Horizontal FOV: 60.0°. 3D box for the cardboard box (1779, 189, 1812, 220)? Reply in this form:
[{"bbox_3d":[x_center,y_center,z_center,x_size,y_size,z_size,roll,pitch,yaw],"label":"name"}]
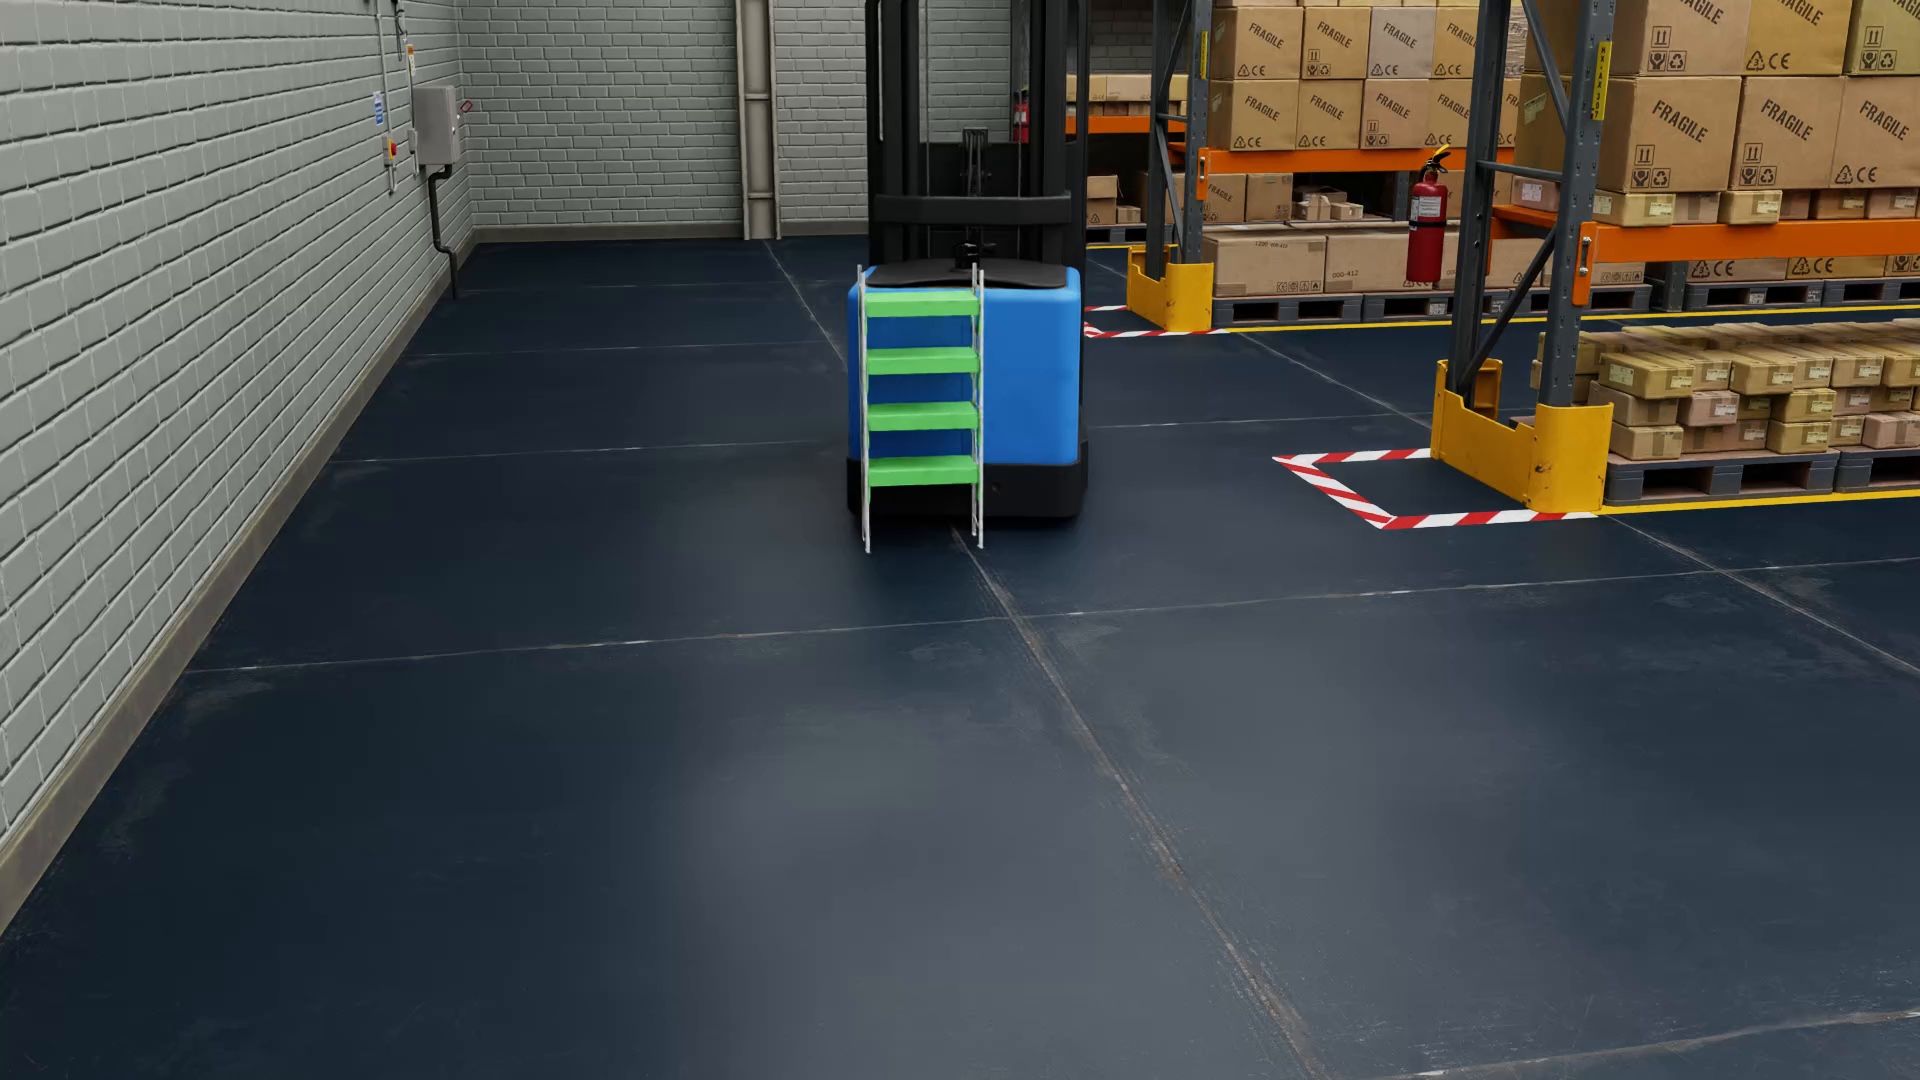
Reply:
[{"bbox_3d":[3.791,-1.609,7.869,0.250,0.149,0.380,-2,17,-8],"label":"cardboard box"}]

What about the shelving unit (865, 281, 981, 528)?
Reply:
[{"bbox_3d":[-0.163,-0.559,7.090,0.487,1.046,0.258,-2,17,-7],"label":"shelving unit"}]

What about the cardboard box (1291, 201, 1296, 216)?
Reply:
[{"bbox_3d":[3.491,-3.646,18.213,0.250,0.149,0.380,-3,17,-11],"label":"cardboard box"}]

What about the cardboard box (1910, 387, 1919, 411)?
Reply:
[{"bbox_3d":[4.773,-0.764,8.323,0.276,0.149,0.397,-4,17,-12],"label":"cardboard box"}]

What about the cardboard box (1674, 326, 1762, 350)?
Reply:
[{"bbox_3d":[3.892,-0.995,8.571,0.250,0.149,0.380,-4,18,-13],"label":"cardboard box"}]

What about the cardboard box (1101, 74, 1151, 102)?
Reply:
[{"bbox_3d":[1.674,-4.624,17.007,0.500,0.250,0.500,-3,17,-10],"label":"cardboard box"}]

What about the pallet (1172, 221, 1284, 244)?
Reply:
[{"bbox_3d":[2.735,-3.361,17.894,1.213,0.211,1.003,-3,17,-10],"label":"pallet"}]

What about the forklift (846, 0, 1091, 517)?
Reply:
[{"bbox_3d":[0.103,-1.884,8.453,1.130,2.935,3.031,1,17,3],"label":"forklift"}]

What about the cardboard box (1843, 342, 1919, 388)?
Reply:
[{"bbox_3d":[4.534,-0.858,8.125,0.250,0.149,0.380,-3,17,-10],"label":"cardboard box"}]

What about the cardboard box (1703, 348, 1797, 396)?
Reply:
[{"bbox_3d":[3.765,-0.807,7.956,0.250,0.149,0.380,-3,17,-11],"label":"cardboard box"}]

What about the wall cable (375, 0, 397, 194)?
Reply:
[{"bbox_3d":[-3.904,-3.327,11.251,0.123,1.953,0.585,-3,17,-10],"label":"wall cable"}]

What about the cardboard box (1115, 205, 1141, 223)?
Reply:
[{"bbox_3d":[1.726,-3.435,17.527,0.250,0.149,0.380,-4,18,-13],"label":"cardboard box"}]

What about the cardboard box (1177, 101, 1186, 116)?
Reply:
[{"bbox_3d":[2.332,-4.454,17.134,0.250,0.149,0.380,-4,17,-12],"label":"cardboard box"}]

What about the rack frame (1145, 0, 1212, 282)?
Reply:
[{"bbox_3d":[1.628,-3.147,12.450,0.127,3.000,1.000,-3,17,-10],"label":"rack frame"}]

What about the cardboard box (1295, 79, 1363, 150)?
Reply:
[{"bbox_3d":[3.359,-3.350,10.131,1.047,2.149,4.883,-3,17,-11],"label":"cardboard box"}]

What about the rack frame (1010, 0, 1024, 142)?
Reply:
[{"bbox_3d":[0.683,-4.578,17.108,0.127,3.000,1.000,-3,17,-10],"label":"rack frame"}]

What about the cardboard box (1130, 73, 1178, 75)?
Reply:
[{"bbox_3d":[2.078,-4.805,17.596,0.500,0.250,0.500,-3,17,-9],"label":"cardboard box"}]

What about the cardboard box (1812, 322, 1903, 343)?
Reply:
[{"bbox_3d":[4.677,-1.032,8.690,0.250,0.149,0.380,-3,17,-10],"label":"cardboard box"}]

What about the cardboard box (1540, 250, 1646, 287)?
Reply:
[{"bbox_3d":[4.918,-2.342,13.476,0.875,0.438,0.875,-3,17,-11],"label":"cardboard box"}]

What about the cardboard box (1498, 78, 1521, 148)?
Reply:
[{"bbox_3d":[4.153,-3.256,12.633,0.500,0.500,0.500,-4,17,-11],"label":"cardboard box"}]

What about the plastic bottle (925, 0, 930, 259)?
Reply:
[{"bbox_3d":[7.019,-2.085,8.991,14.839,2.616,20.093,-3,17,-10],"label":"plastic bottle"}]

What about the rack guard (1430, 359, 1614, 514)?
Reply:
[{"bbox_3d":[2.741,-0.535,8.203,0.348,0.500,1.175,-3,17,-10],"label":"rack guard"}]

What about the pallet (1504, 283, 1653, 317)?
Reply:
[{"bbox_3d":[4.794,-2.017,13.520,1.213,0.211,1.003,-3,17,-10],"label":"pallet"}]

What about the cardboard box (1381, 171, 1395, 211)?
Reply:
[{"bbox_3d":[5.036,-3.919,18.505,0.500,0.500,0.500,-3,17,-11],"label":"cardboard box"}]

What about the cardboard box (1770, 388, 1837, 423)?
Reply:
[{"bbox_3d":[4.005,-0.682,8.058,0.250,0.149,0.380,-3,17,-9],"label":"cardboard box"}]

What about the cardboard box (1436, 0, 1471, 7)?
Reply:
[{"bbox_3d":[3.560,-3.997,12.239,0.250,0.149,0.380,-4,17,-12],"label":"cardboard box"}]

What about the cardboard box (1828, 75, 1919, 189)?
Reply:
[{"bbox_3d":[4.163,-1.922,7.784,0.500,0.500,0.500,-3,17,-10],"label":"cardboard box"}]

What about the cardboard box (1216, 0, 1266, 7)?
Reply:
[{"bbox_3d":[2.029,-3.923,11.998,0.250,0.149,0.380,-3,17,-9],"label":"cardboard box"}]

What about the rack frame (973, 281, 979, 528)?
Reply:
[{"bbox_3d":[0.076,-0.568,7.119,0.006,1.046,0.228,-2,17,-7],"label":"rack frame"}]

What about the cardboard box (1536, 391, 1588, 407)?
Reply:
[{"bbox_3d":[3.143,-0.653,8.470,0.250,0.149,0.380,-3,17,-10],"label":"cardboard box"}]

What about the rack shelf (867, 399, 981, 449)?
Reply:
[{"bbox_3d":[-0.167,-0.498,7.108,0.480,0.148,0.258,-2,17,-7],"label":"rack shelf"}]

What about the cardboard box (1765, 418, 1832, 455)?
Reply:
[{"bbox_3d":[3.997,-0.537,8.093,0.250,0.149,0.380,-3,17,-10],"label":"cardboard box"}]

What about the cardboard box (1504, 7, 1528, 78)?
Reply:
[{"bbox_3d":[4.147,-3.733,12.483,0.500,0.500,0.500,-3,17,-10],"label":"cardboard box"}]

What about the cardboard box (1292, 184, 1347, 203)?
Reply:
[{"bbox_3d":[3.917,-3.748,18.268,0.500,0.311,0.500,-3,17,-8],"label":"cardboard box"}]

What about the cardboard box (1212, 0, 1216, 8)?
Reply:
[{"bbox_3d":[1.942,-4.061,12.446,0.250,0.149,0.380,-3,17,-10],"label":"cardboard box"}]

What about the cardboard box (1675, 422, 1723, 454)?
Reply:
[{"bbox_3d":[3.483,-0.539,8.098,0.250,0.149,0.380,-3,17,-11],"label":"cardboard box"}]
